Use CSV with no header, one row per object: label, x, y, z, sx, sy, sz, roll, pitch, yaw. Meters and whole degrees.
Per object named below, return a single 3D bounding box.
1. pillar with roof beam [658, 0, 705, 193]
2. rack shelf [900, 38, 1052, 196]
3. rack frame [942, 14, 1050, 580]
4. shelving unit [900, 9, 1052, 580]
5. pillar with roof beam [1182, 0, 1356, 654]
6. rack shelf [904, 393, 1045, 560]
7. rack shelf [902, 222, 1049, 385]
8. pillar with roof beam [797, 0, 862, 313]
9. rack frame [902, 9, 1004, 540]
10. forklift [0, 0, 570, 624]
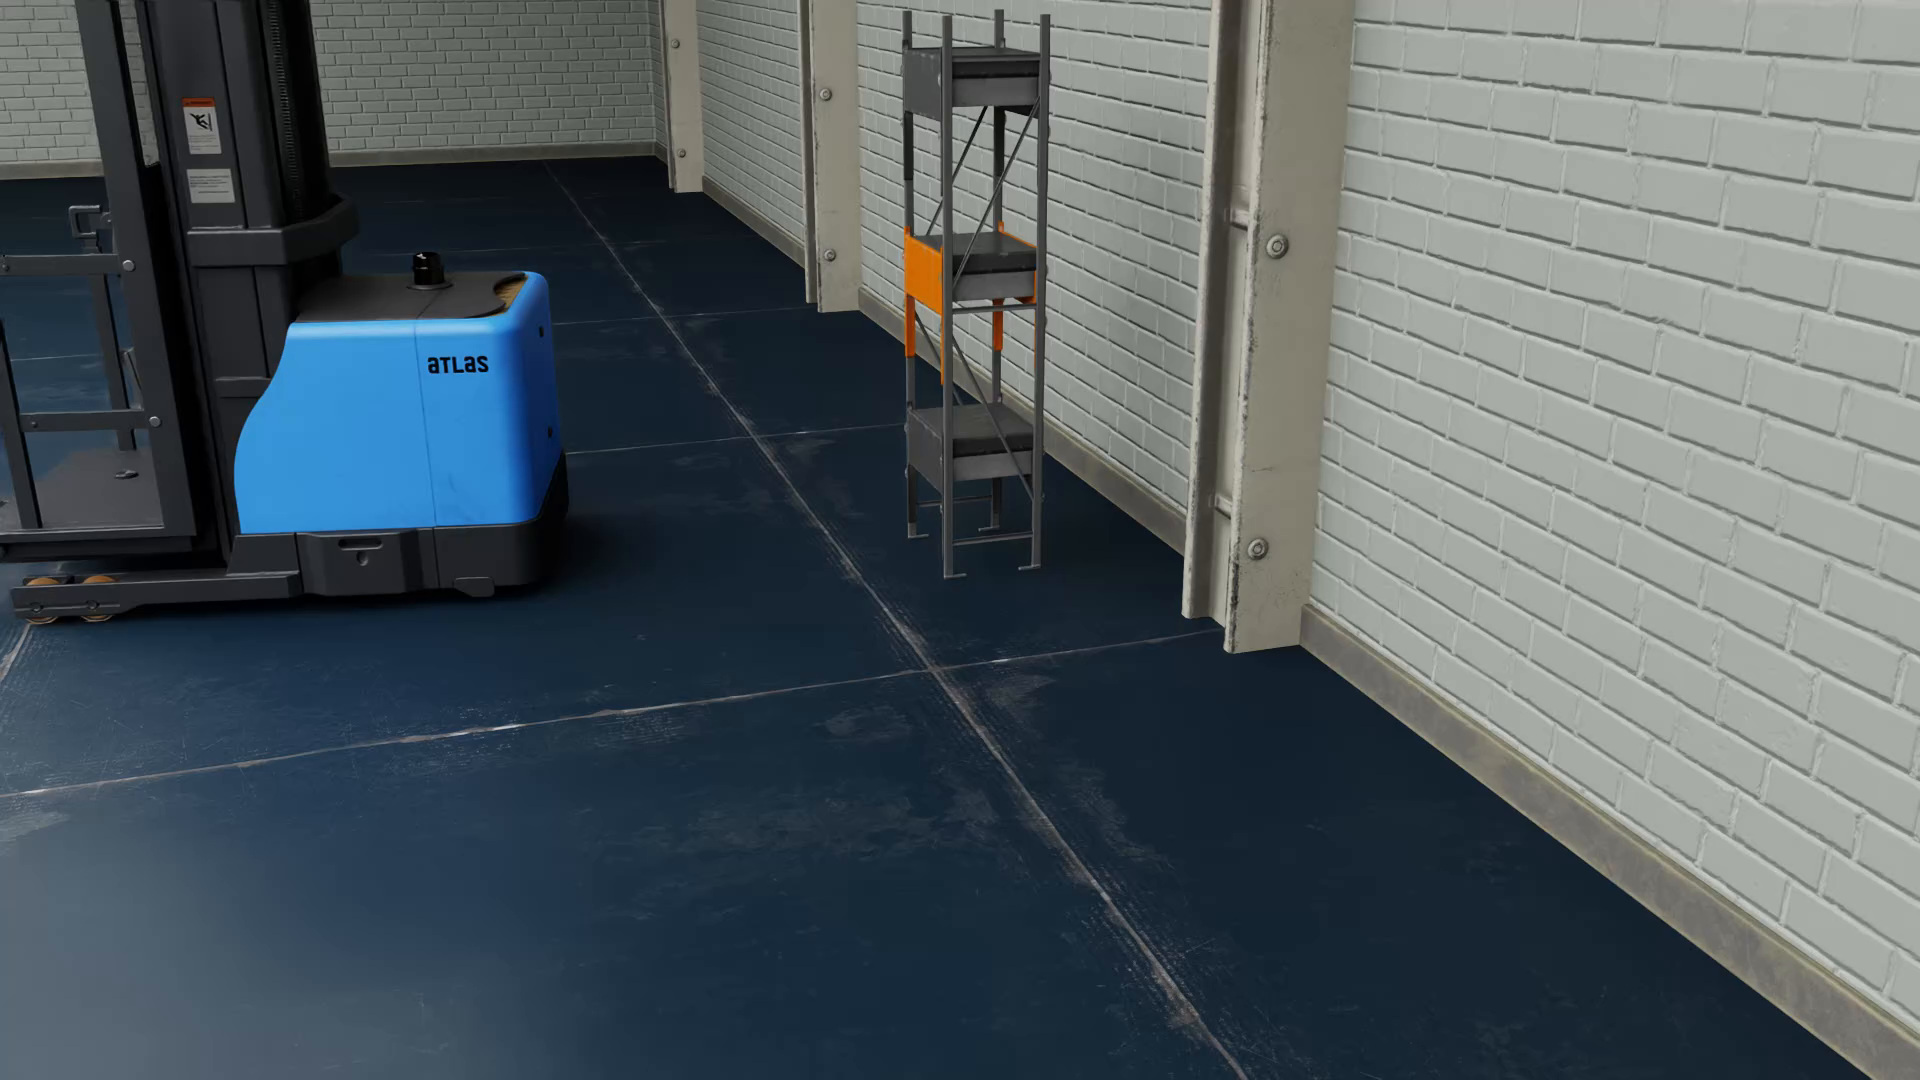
pillar with roof beam,-6.831,-7.311,13.958,9.100,9.000,0.400,-6,21,-17
rack shelf,0.052,-1.581,6.182,0.431,0.518,0.480,-6,21,-17
rack frame,0.129,-0.857,6.196,0.400,2.100,0.015,-6,21,-17
shelving unit,0.052,-0.935,6.414,0.431,2.100,0.503,-6,21,-17
pillar with roof beam,-3.059,-3.460,3.236,9.100,9.000,0.400,-6,21,-17
rack shelf,0.052,-0.263,6.655,0.431,0.518,0.480,-6,21,-17
rack shelf,0.052,-0.922,6.418,0.431,0.518,0.480,-6,21,-17
pillar with roof beam,-4.945,-5.385,8.597,9.100,9.000,0.400,-6,21,-17
rack frame,-0.025,-1.013,6.632,0.400,2.100,0.015,-6,21,-17
forklift,-3.128,-1.261,6.091,3.031,2.935,1.130,-2,20,-6
